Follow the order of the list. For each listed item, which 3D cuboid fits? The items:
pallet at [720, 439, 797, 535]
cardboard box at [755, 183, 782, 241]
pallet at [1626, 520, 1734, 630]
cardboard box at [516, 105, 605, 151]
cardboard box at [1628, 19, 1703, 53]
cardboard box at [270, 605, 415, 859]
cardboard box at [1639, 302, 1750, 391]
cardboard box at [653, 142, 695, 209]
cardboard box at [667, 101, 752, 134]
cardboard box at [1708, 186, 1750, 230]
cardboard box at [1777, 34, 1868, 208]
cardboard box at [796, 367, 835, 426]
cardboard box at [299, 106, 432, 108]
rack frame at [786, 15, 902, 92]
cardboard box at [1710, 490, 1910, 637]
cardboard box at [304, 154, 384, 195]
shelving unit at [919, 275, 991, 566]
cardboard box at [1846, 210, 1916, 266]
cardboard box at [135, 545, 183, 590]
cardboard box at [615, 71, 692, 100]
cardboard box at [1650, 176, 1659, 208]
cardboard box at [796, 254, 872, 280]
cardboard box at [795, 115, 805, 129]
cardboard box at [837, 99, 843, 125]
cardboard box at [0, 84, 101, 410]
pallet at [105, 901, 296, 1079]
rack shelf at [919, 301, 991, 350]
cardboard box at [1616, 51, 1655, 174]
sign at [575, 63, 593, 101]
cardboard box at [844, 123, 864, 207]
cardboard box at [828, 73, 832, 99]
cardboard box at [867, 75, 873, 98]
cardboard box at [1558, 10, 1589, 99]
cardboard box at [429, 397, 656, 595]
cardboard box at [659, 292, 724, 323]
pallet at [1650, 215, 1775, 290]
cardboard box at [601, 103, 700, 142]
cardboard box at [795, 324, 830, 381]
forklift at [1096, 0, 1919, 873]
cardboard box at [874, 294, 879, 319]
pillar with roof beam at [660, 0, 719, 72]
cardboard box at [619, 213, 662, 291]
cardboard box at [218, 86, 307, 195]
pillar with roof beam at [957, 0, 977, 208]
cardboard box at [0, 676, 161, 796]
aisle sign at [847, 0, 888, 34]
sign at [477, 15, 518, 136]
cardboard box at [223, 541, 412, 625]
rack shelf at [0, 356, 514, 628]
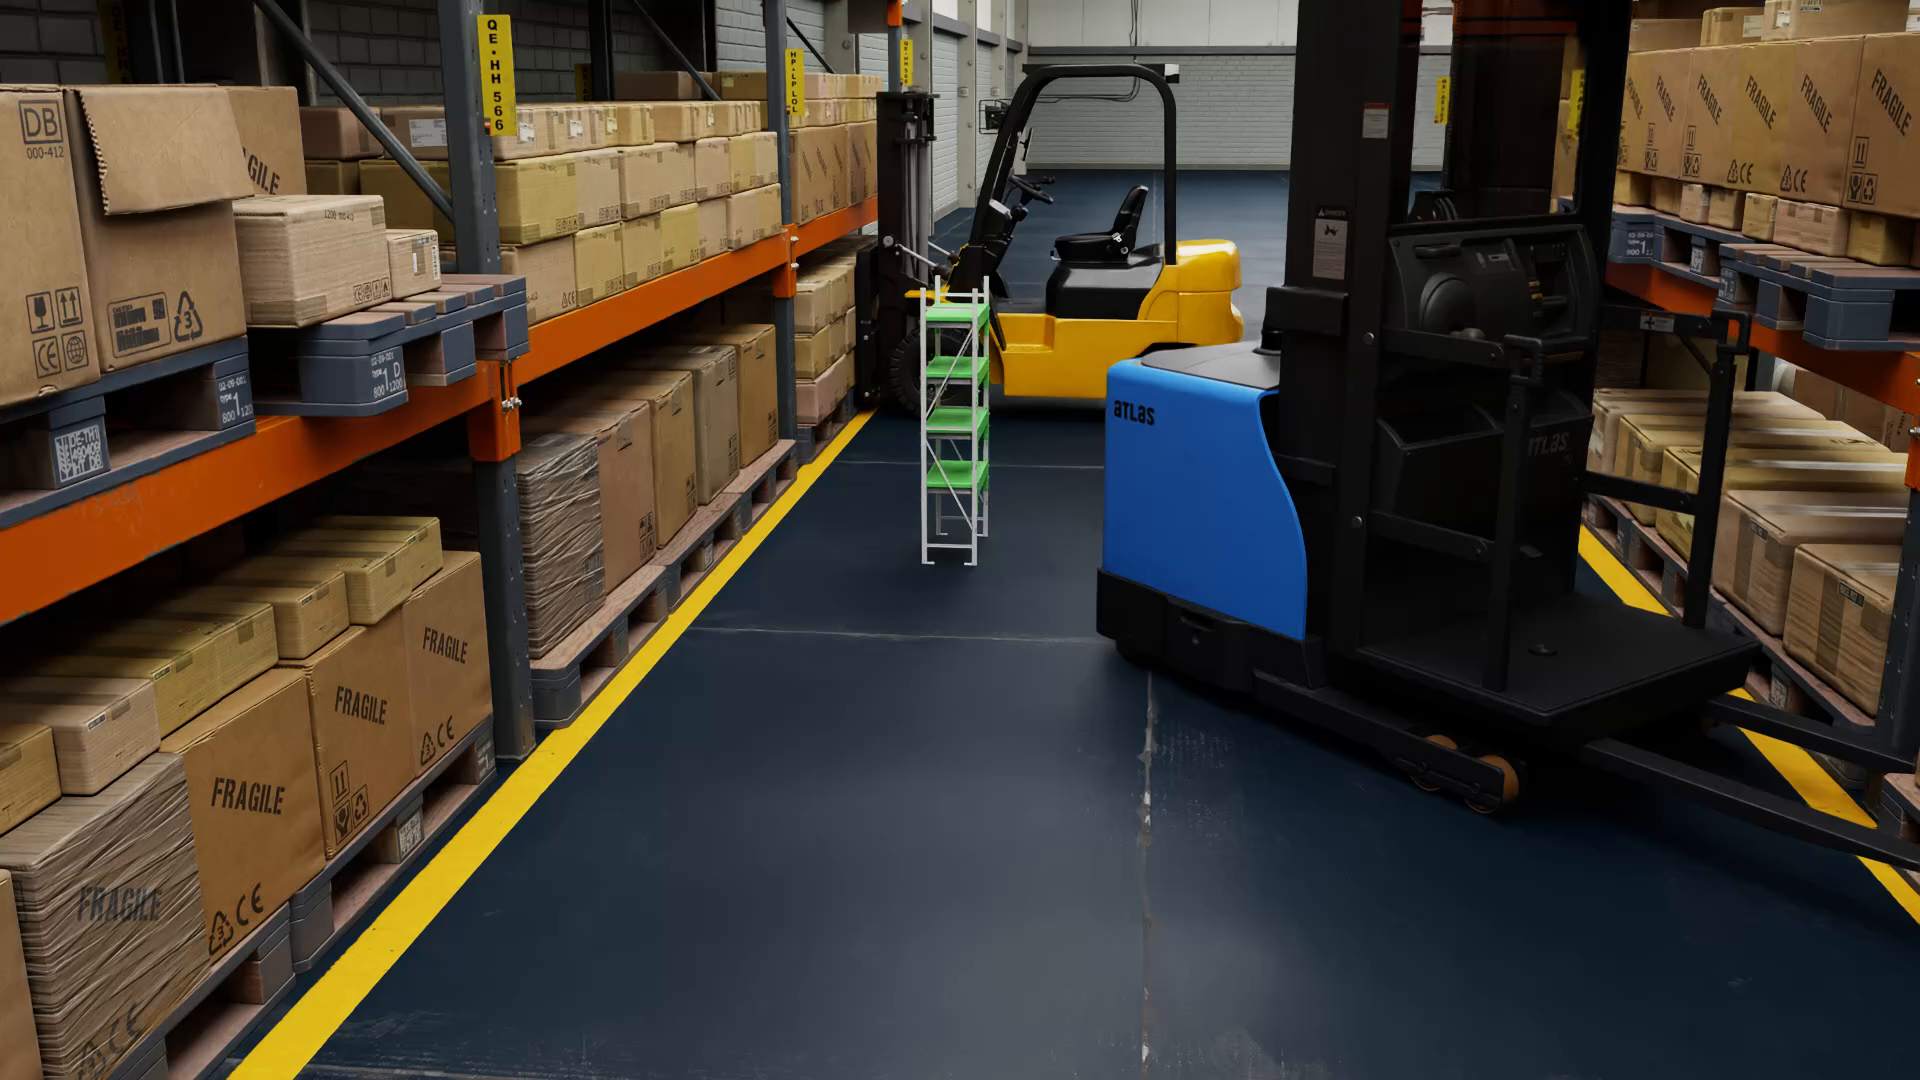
[{"bbox_3d":[-1.429,-0.290,8.329,1.003,0.211,1.213,2,15,6],"label":"pallet"},{"bbox_3d":[-1.182,-1.617,8.183,0.500,0.250,0.500,2,15,8],"label":"cardboard box"},{"bbox_3d":[3.326,0.183,6.582,1.003,0.211,1.213,2,15,6],"label":"pallet"},{"bbox_3d":[-1.458,-1.431,5.772,0.380,0.149,0.250,2,15,7],"label":"cardboard box"},{"bbox_3d":[3.143,-2.279,7.534,0.380,0.149,0.250,2,15,6],"label":"cardboard box"},{"bbox_3d":[-1.737,0.459,4.202,0.500,0.500,0.500,1,15,5],"label":"cardboard box"},{"bbox_3d":[3.882,-1.065,8.881,0.500,0.500,0.500,2,15,9],"label":"cardboard box"},{"bbox_3d":[-1.376,-1.466,6.665,0.500,0.250,0.500,2,15,7],"label":"cardboard box"},{"bbox_3d":[-1.214,-2.027,7.976,0.380,0.149,0.250,1,15,5],"label":"cardboard box"},{"bbox_3d":[2.995,-1.223,6.115,0.380,0.149,0.250,1,15,4],"label":"cardboard box"},{"bbox_3d":[2.919,-1.300,5.158,0.500,0.500,0.500,1,15,5],"label":"cardboard box"},{"bbox_3d":[-1.001,-0.819,9.408,0.500,0.250,0.500,2,15,7],"label":"cardboard box"},{"bbox_3d":[-1.992,-1.379,5.580,0.380,0.149,0.250,2,15,6],"label":"cardboard box"},{"bbox_3d":[-0.934,-2.865,12.512,1.000,3.000,0.127,2,15,6],"label":"rack frame"},{"bbox_3d":[3.245,0.083,5.839,0.950,0.372,0.625,1,15,5],"label":"cardboard box"},{"bbox_3d":[-2.062,-1.084,5.254,0.500,0.250,0.500,2,15,8],"label":"cardboard box"},{"bbox_3d":[-0.019,-0.536,7.347,0.258,1.200,0.503,2,15,6],"label":"shelving unit"},{"bbox_3d":[2.858,-0.890,4.885,0.380,0.149,0.250,2,15,7],"label":"cardboard box"},{"bbox_3d":[-2.262,0.095,4.308,0.380,0.149,0.250,2,15,8],"label":"cardboard box"},{"bbox_3d":[-1.649,-2.425,8.878,0.380,0.149,0.250,2,15,6],"label":"cardboard box"},{"bbox_3d":[3.178,-1.490,7.102,0.380,0.149,0.250,3,15,10],"label":"cardboard box"},{"bbox_3d":[-0.839,-1.700,10.749,0.500,0.250,0.500,1,15,5],"label":"cardboard box"},{"bbox_3d":[-1.060,-2.331,9.103,0.380,0.149,0.250,2,15,8],"label":"cardboard box"},{"bbox_3d":[-0.915,-2.595,10.080,0.380,0.149,0.250,1,15,4],"label":"cardboard box"},{"bbox_3d":[-1.864,-0.461,2.623,0.700,0.500,0.500,2,15,6],"label":"cardboard box"},{"bbox_3d":[-2.098,1.064,3.324,1.003,0.211,1.213,2,15,6],"label":"pallet"},{"bbox_3d":[-0.019,-0.938,7.238,0.258,0.148,0.480,2,15,6],"label":"rack shelf"},{"bbox_3d":[3.154,-1.834,7.133,0.500,0.500,0.500,2,15,6],"label":"cardboard box"},{"bbox_3d":[-1.937,-2.300,8.611,0.100,0.325,0.005,2,15,6],"label":"sign"},{"bbox_3d":[-0.899,-2.380,10.527,0.500,0.500,0.500,2,15,7],"label":"cardboard box"},{"bbox_3d":[-0.961,-2.676,9.806,0.380,0.149,0.250,1,15,5],"label":"cardboard box"},{"bbox_3d":[-0.785,-3.004,11.023,0.380,0.149,0.250,2,15,8],"label":"cardboard box"},{"bbox_3d":[3.944,-2.864,9.831,0.700,0.500,0.500,2,15,6],"label":"cardboard box"},{"bbox_3d":[-1.687,-0.178,6.318,0.875,0.625,0.625,2,15,8],"label":"cardboard box"},{"bbox_3d":[-1.522,-1.319,9.342,0.500,0.250,0.500,2,15,7],"label":"cardboard box"},{"bbox_3d":[3.279,-1.067,6.230,1.003,0.211,1.213,2,15,6],"label":"pallet"},{"bbox_3d":[-1.271,-1.691,6.734,0.380,0.149,0.250,1,15,5],"label":"cardboard box"},{"bbox_3d":[-1.024,-1.061,9.345,0.500,0.250,0.500,2,15,6],"label":"cardboard box"},{"bbox_3d":[1.763,-0.774,4.908,1.130,2.935,3.031,-10,18,-34],"label":"forklift"},{"bbox_3d":[-0.783,-1.582,11.273,0.500,0.250,0.500,1,15,5],"label":"cardboard box"},{"bbox_3d":[2.370,-5.481,10.691,9.100,9.000,0.400,2,15,6],"label":"pillar with roof beam"},{"bbox_3d":[-1.431,-1.090,6.234,0.500,0.250,0.500,1,15,4],"label":"cardboard box"},{"bbox_3d":[-2.050,-0.913,4.294,0.500,0.500,0.500,2,15,9],"label":"cardboard box"},{"bbox_3d":[4.401,-10.149,27.956,9.100,9.000,0.400,2,15,6],"label":"pillar with roof beam"},{"bbox_3d":[-1.818,0.379,3.256,0.380,0.149,0.250,1,15,4],"label":"cardboard box"},{"bbox_3d":[-0.634,-4.129,12.204,0.394,0.787,0.004,2,15,6],"label":"aisle sign"},{"bbox_3d":[-1.296,-1.298,4.648,0.100,0.325,0.005,2,15,6],"label":"sign"},{"bbox_3d":[-1.641,0.108,4.259,0.380,0.149,0.250,1,15,3],"label":"cardboard box"},{"bbox_3d":[-2.062,0.076,3.014,1.077,0.370,4.000,2,15,6],"label":"rack shelf"}]
